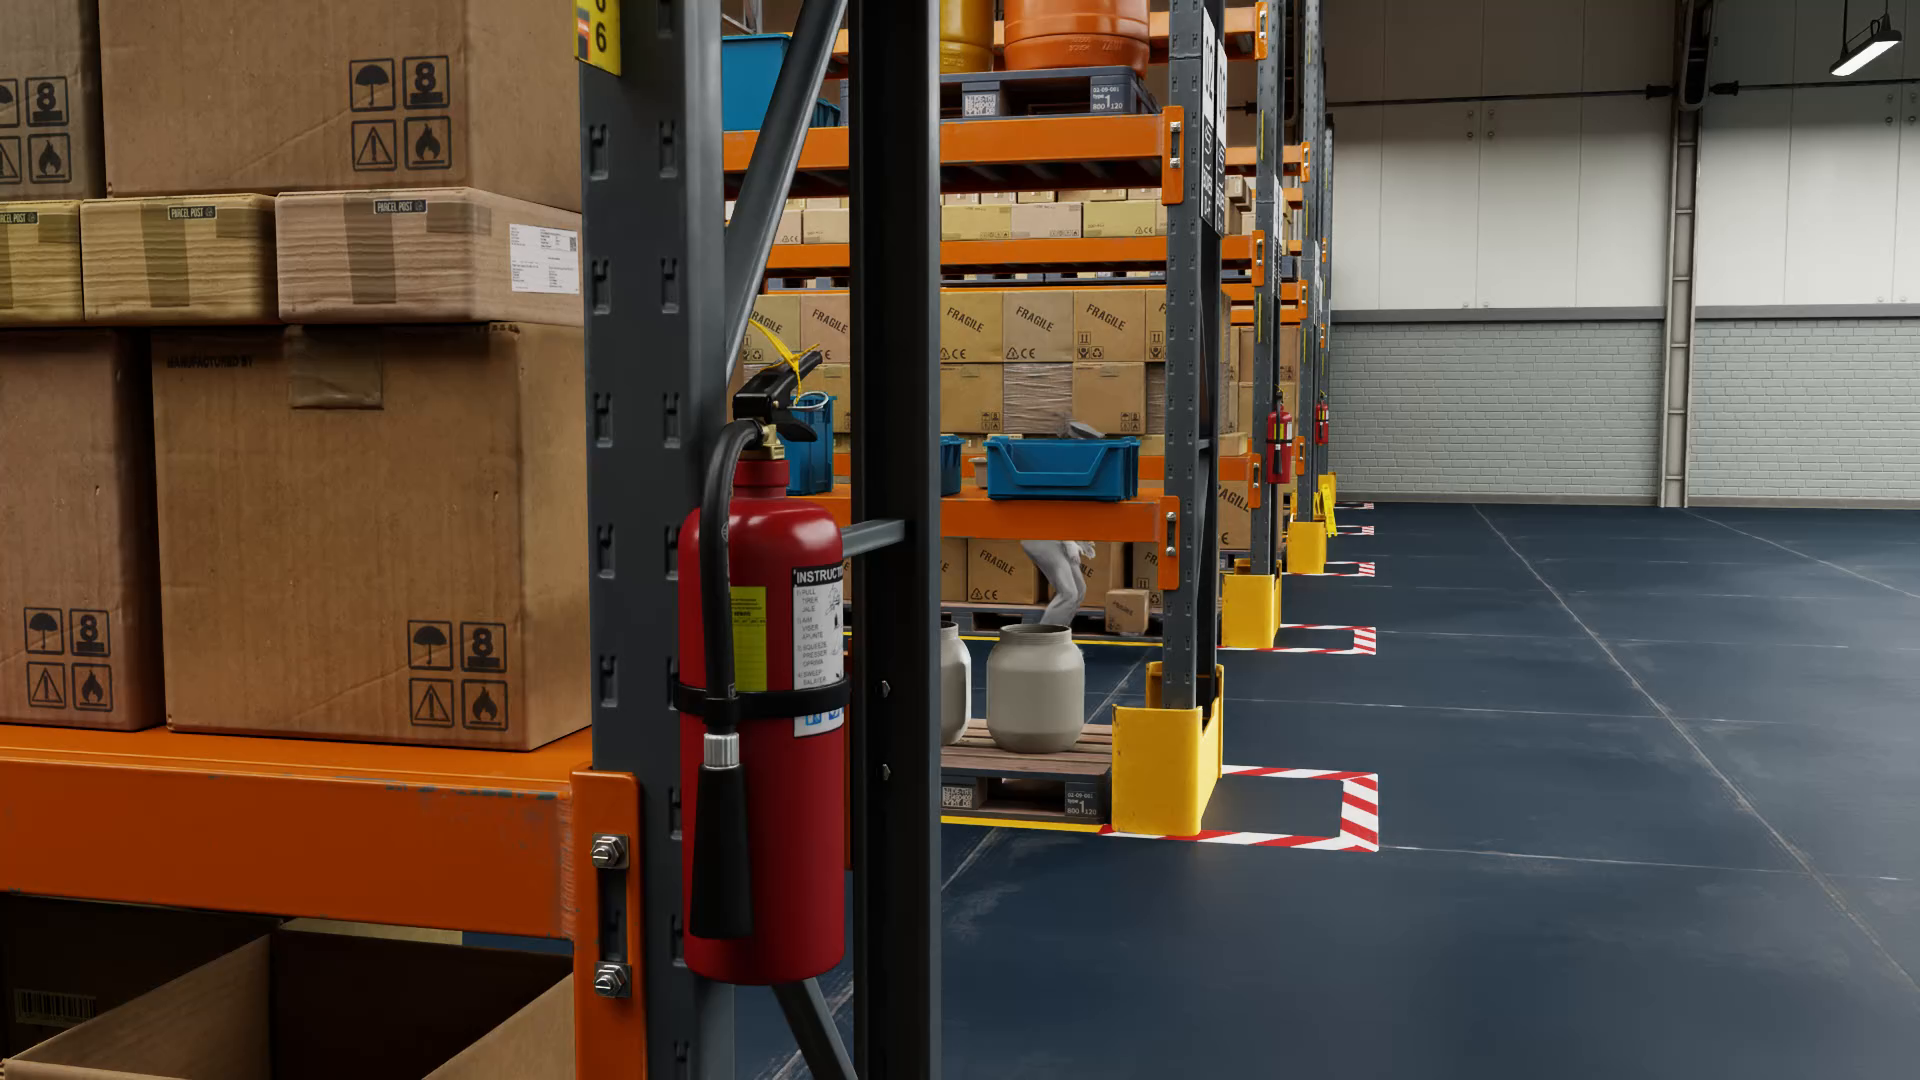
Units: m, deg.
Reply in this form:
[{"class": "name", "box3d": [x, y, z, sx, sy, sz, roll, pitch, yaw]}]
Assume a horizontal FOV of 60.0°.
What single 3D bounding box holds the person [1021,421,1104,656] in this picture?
[{"class": "person", "box3d": [0.662, 0.007, 10.875, 0.548, 1.559, 0.469, 1, 5, 14]}]
